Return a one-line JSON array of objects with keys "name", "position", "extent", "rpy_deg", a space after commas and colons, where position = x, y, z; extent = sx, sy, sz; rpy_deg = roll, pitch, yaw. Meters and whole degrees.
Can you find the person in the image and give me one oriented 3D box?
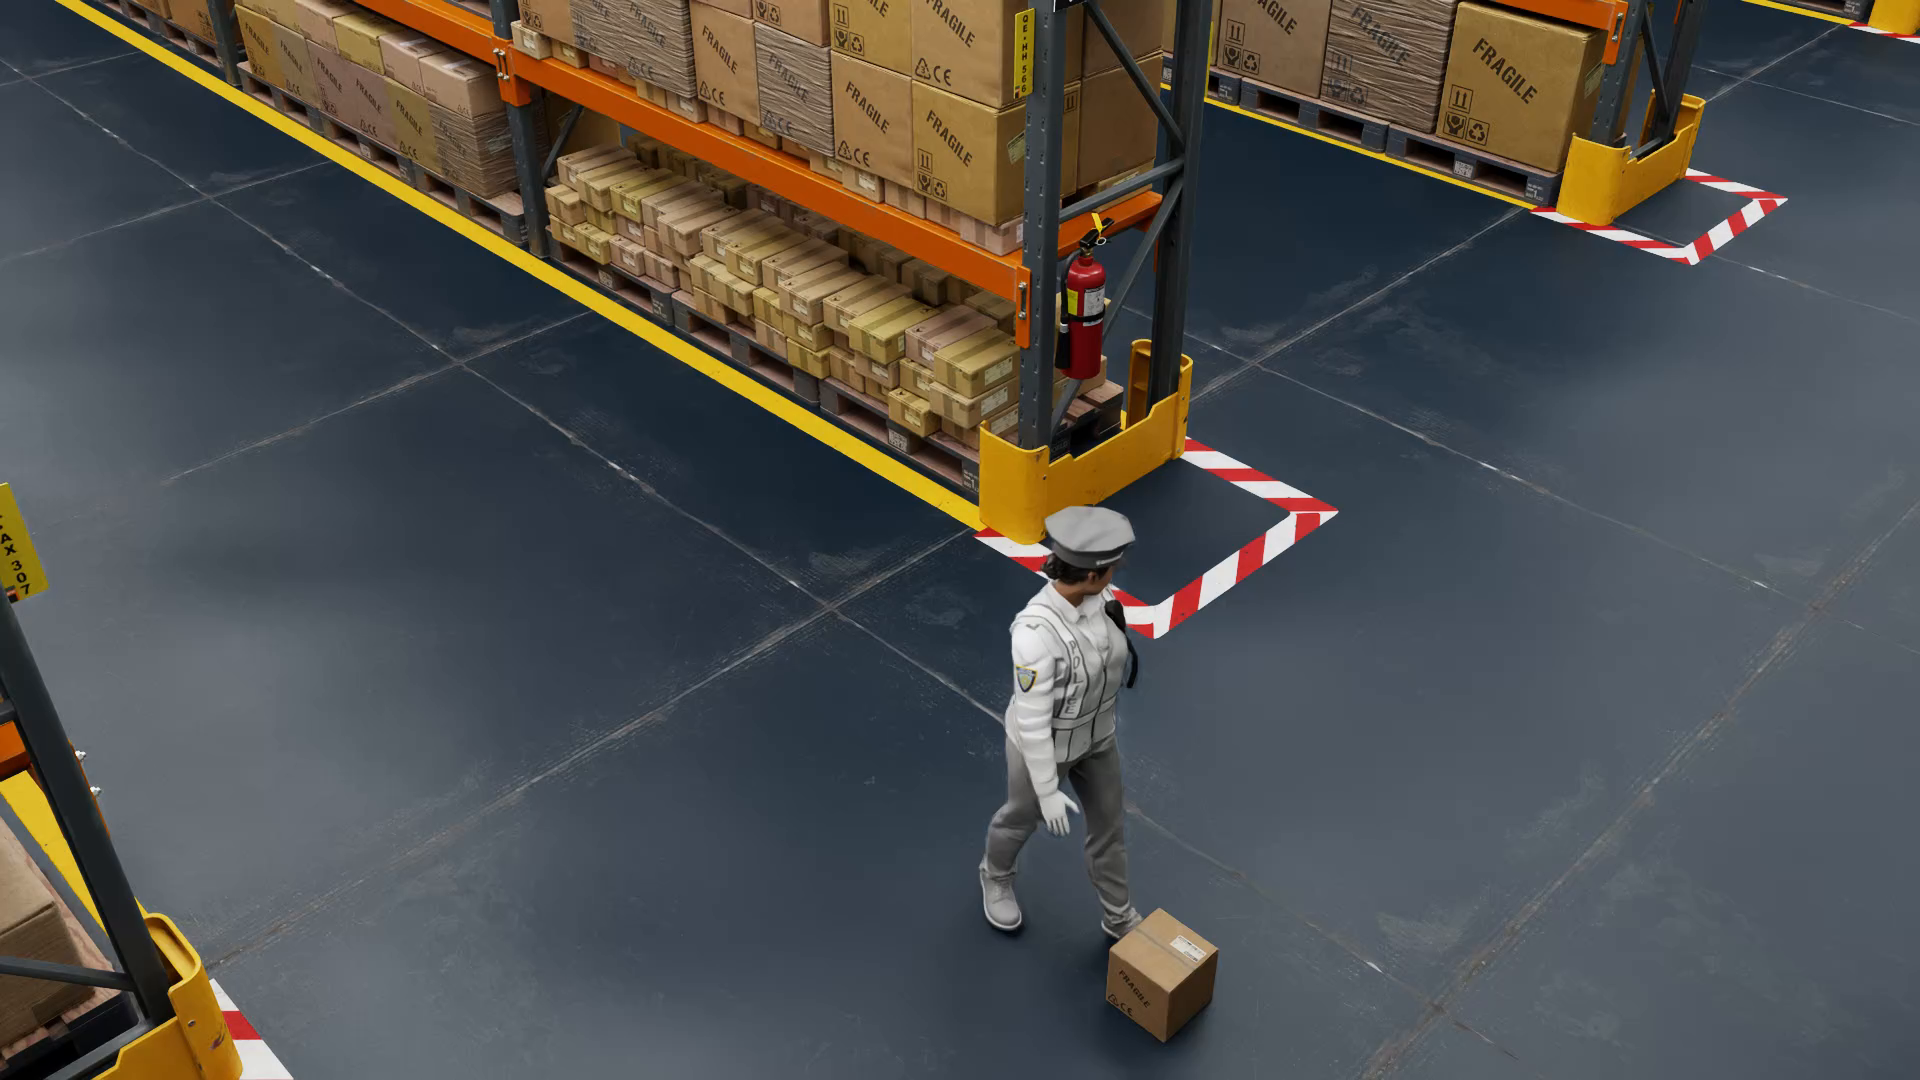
[{"name": "person", "position": [0.363, 0.654, 5.205], "extent": [0.521, 1.646, 0.725], "rpy_deg": [-30, 45, -35]}]
